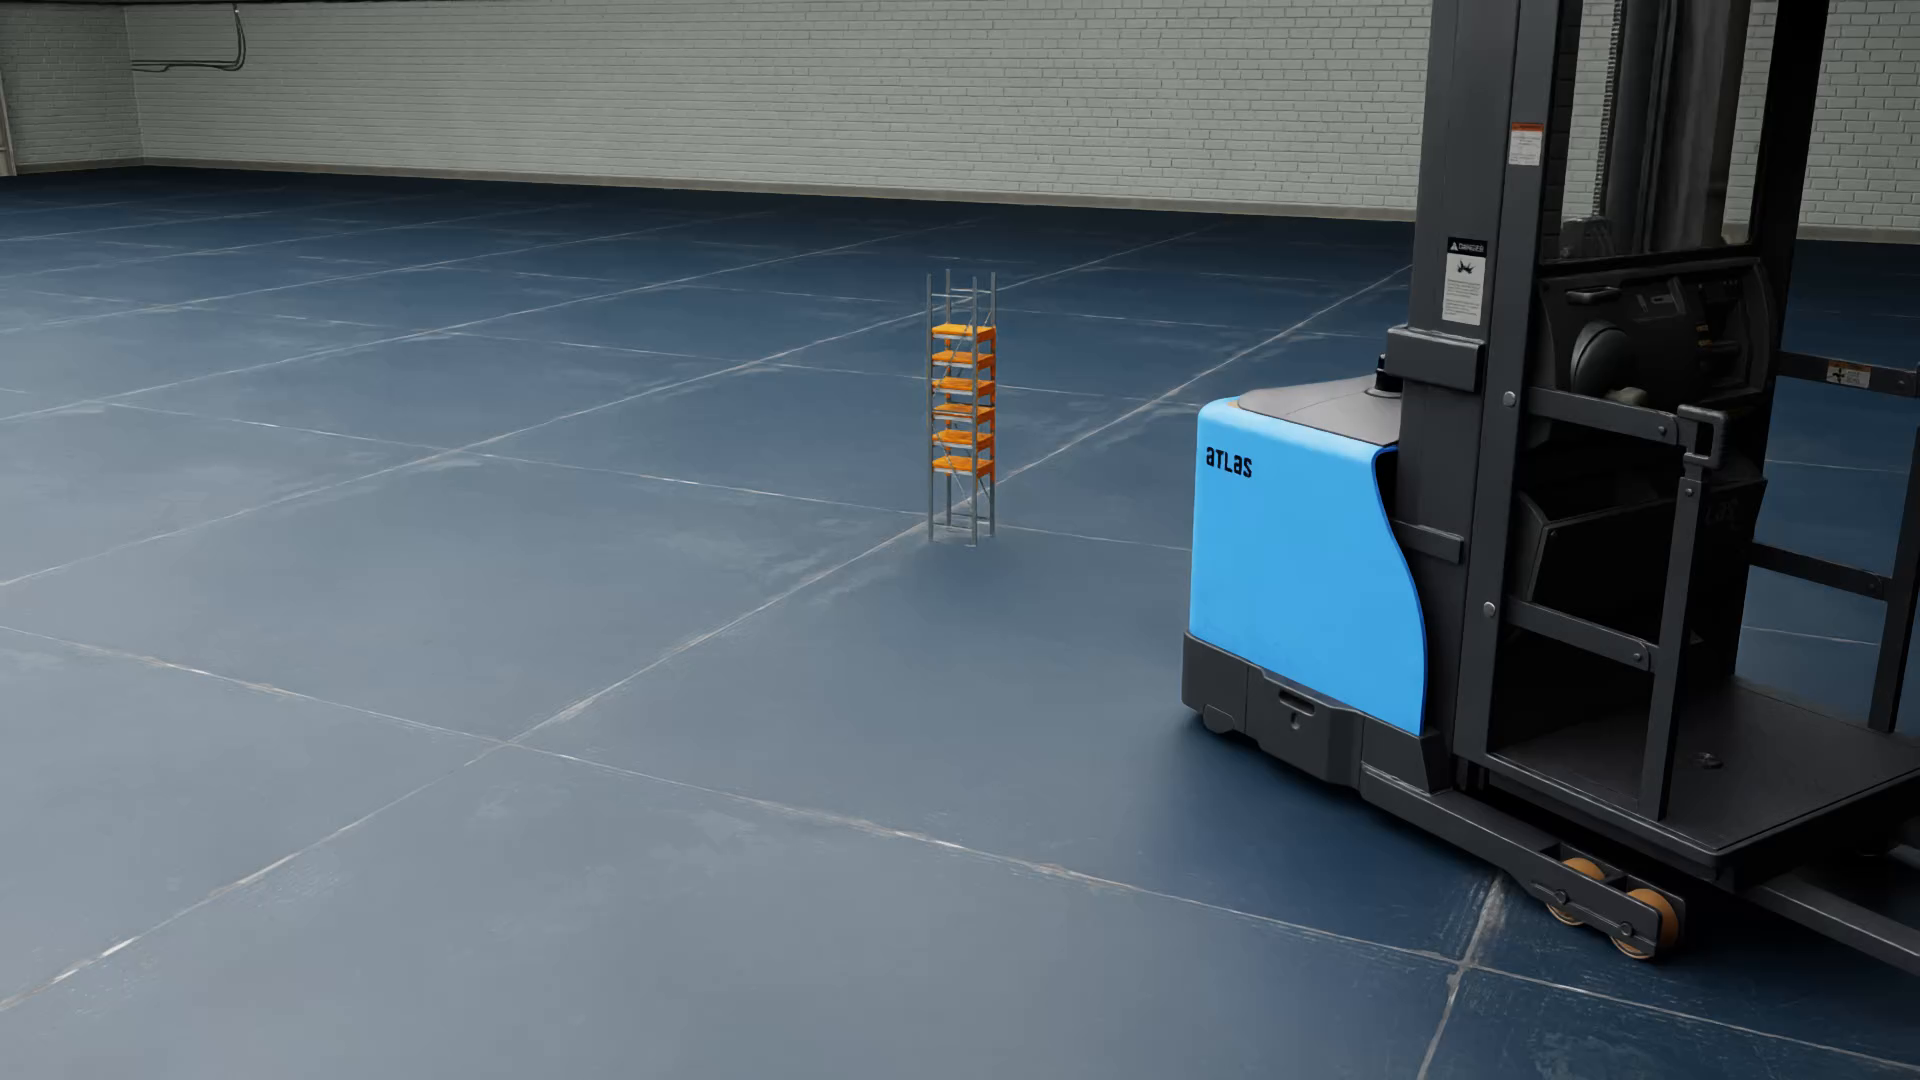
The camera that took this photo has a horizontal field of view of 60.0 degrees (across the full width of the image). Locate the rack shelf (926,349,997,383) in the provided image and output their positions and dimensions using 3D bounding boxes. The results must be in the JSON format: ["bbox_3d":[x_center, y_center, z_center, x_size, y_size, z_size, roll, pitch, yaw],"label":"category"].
[{"bbox_3d":[0.006,-0.766,7.310,0.258,0.103,0.180,8,18,25],"label":"rack shelf"}]

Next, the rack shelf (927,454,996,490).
[{"bbox_3d":[0.006,-0.306,7.447,0.258,0.103,0.180,8,18,25],"label":"rack shelf"}]

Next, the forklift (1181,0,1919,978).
[{"bbox_3d":[1.945,-0.532,4.168,1.130,2.935,3.031,-10,19,-31],"label":"forklift"}]

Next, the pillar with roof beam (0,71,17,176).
[{"bbox_3d":[-12.655,-10.029,25.487,9.100,9.000,0.400,8,18,25],"label":"pillar with roof beam"}]

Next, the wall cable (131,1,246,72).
[{"bbox_3d":[-14.007,-9.671,29.733,3.097,2.526,0.112,8,18,25],"label":"wall cable"}]

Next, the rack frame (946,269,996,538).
[{"bbox_3d":[0.047,-0.602,7.444,0.240,1.200,0.006,8,18,25],"label":"rack frame"}]

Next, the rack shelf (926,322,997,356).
[{"bbox_3d":[0.006,-0.881,7.276,0.258,0.103,0.180,8,18,25],"label":"rack shelf"}]

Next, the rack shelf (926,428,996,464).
[{"bbox_3d":[0.006,-0.421,7.413,0.258,0.103,0.180,8,18,25],"label":"rack shelf"}]

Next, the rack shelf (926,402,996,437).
[{"bbox_3d":[0.006,-0.536,7.379,0.258,0.103,0.180,8,18,25],"label":"rack shelf"}]

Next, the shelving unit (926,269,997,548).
[{"bbox_3d":[0.006,-0.579,7.366,0.258,1.200,0.189,8,18,25],"label":"shelving unit"}]

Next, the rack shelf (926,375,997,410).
[{"bbox_3d":[0.006,-0.651,7.344,0.258,0.103,0.180,8,18,25],"label":"rack shelf"}]

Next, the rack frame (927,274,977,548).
[{"bbox_3d":[-0.034,-0.556,7.287,0.240,1.200,0.006,8,18,25],"label":"rack frame"}]
